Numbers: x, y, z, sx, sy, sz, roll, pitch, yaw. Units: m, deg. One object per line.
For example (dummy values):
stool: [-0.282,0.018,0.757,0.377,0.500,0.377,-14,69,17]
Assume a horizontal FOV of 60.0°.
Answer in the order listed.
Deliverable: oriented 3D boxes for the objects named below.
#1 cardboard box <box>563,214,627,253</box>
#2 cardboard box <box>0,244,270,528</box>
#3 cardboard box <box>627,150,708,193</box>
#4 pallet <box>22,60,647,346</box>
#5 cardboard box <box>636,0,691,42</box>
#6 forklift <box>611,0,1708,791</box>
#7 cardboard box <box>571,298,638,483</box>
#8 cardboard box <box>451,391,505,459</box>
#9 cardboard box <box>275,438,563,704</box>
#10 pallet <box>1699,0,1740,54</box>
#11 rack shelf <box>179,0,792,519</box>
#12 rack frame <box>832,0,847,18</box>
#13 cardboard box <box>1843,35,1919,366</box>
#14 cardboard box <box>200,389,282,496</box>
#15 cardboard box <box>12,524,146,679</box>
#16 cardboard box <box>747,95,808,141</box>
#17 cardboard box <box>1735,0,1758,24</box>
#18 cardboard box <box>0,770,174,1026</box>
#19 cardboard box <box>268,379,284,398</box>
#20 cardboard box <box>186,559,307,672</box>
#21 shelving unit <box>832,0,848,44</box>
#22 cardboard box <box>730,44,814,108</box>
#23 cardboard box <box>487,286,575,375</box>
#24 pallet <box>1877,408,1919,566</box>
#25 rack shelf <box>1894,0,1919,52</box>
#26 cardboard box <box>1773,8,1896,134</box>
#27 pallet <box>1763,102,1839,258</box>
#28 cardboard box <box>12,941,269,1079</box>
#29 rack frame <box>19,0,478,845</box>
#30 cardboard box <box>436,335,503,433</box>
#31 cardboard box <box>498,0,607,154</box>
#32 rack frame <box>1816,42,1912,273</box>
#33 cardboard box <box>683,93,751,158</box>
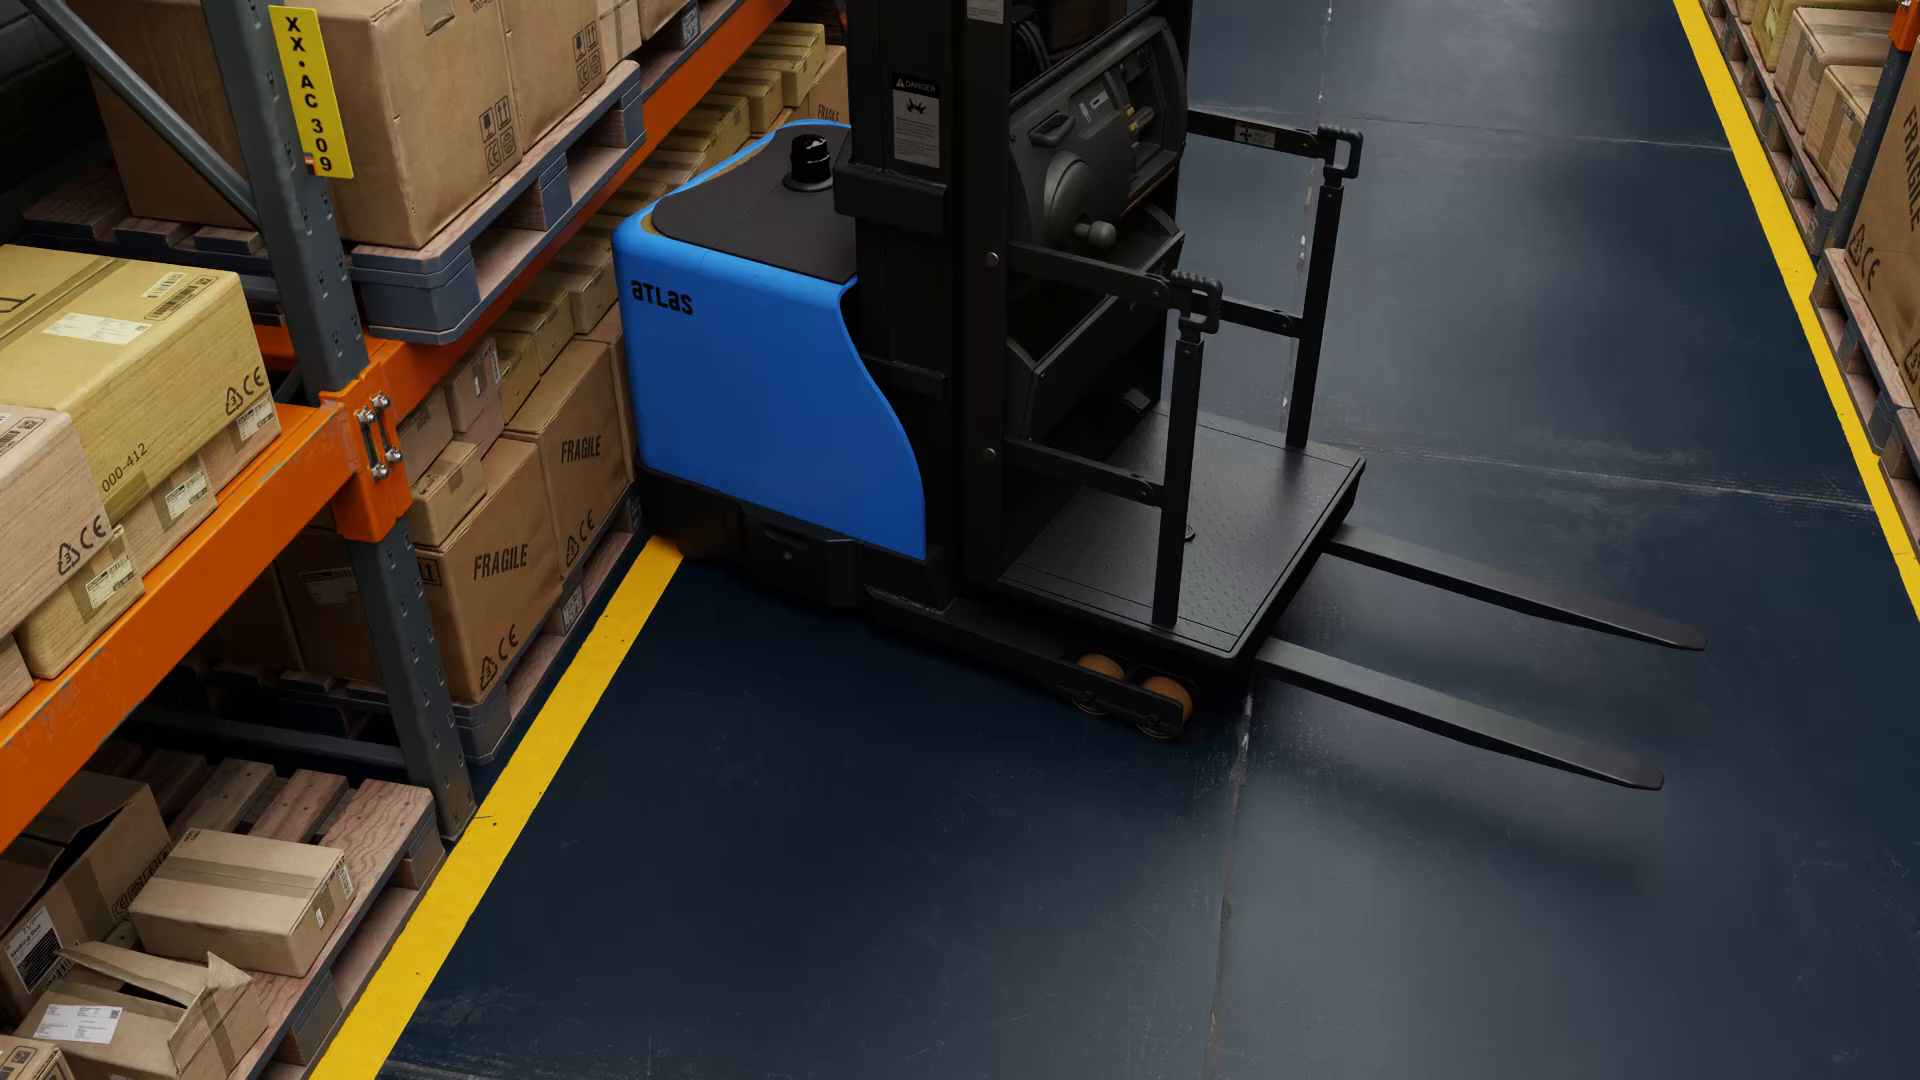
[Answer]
cardboard box: [-1.190,-0.894,5.147,0.380,0.149,0.250,9,37,12]
cardboard box: [-1.615,-0.282,2.958,0.500,0.250,0.500,8,37,11]
cardboard box: [-1.059,-1.187,5.552,0.380,0.149,0.250,6,36,8]
pallet: [-1.467,-0.912,4.116,1.003,0.211,1.213,7,37,10]
cardboard box: [-1.145,-1.752,4.668,0.700,0.500,0.500,7,37,10]
forklift: [0.544,-1.007,4.142,3.031,2.935,1.130,18,40,23]
cardboard box: [-1.207,-0.544,5.217,0.500,0.500,0.500,6,36,9]
cardboard box: [-1.425,-0.306,4.336,0.380,0.149,0.250,6,36,9]
cardboard box: [-1.422,0.048,4.400,0.500,0.500,0.500,9,37,12]
pallet: [4.649,-2.936,9.121,1.003,0.211,1.213,7,37,10]
rack shelf: [-1.317,-1.400,5.239,1.077,0.370,4.000,7,37,10]
rack frame: [-0.174,-1.740,5.839,0.400,2.100,0.015,-36,45,-10]
cardboard box: [3.731,-1.142,5.723,0.875,0.875,0.875,7,37,10]
cardboard box: [-1.566,-0.229,3.224,0.380,0.149,0.250,8,37,11]
cardboard box: [-1.632,0.075,2.804,0.380,0.149,0.250,8,37,11]
cardboard box: [-0.888,-1.441,6.455,0.500,0.500,0.500,7,36,9]
cardboard box: [4.554,-2.904,8.582,0.950,0.372,0.625,10,37,13]
cardboard box: [-2.117,0.723,3.630,0.500,0.311,0.500,9,37,12]
cardboard box: [-1.897,-0.364,4.416,0.380,0.149,0.250,7,37,10]
cardboard box: [-1.929,-0.022,4.496,0.500,0.500,0.500,7,37,10]
shelving unit: [-0.049,-1.618,5.669,0.431,2.100,0.503,-36,45,-10]
cardboard box: [-0.776,-1.784,6.374,0.380,0.149,0.250,6,36,8]
cardboard box: [-1.336,-0.614,4.760,0.380,0.149,0.250,7,36,9]
pallet: [3.455,0.051,5.000,1.003,0.211,1.213,7,37,10]
rack shelf: [3.532,-0.780,4.384,1.077,0.370,4.000,7,37,10]
cardboard box: [4.240,-2.071,7.433,0.950,0.372,0.625,7,36,9]
pallet: [4.128,-1.537,7.191,1.003,0.211,1.213,7,37,10]
cardboard box: [-1.653,0.953,3.351,0.396,0.266,0.258,9,37,12]
rack frame: [-1.745,-0.545,3.446,1.000,3.000,0.127,7,37,10]
cardboard box: [-1.399,-0.413,4.230,0.380,0.149,0.250,6,36,8]
cardboard box: [-1.312,-1.302,4.047,0.700,0.500,0.500,8,37,10]
rack frame: [3.960,-2.218,5.755,1.000,3.000,0.127,7,37,10]
cardboard box: [-0.976,-1.493,5.973,0.380,0.149,0.250,8,37,11]
